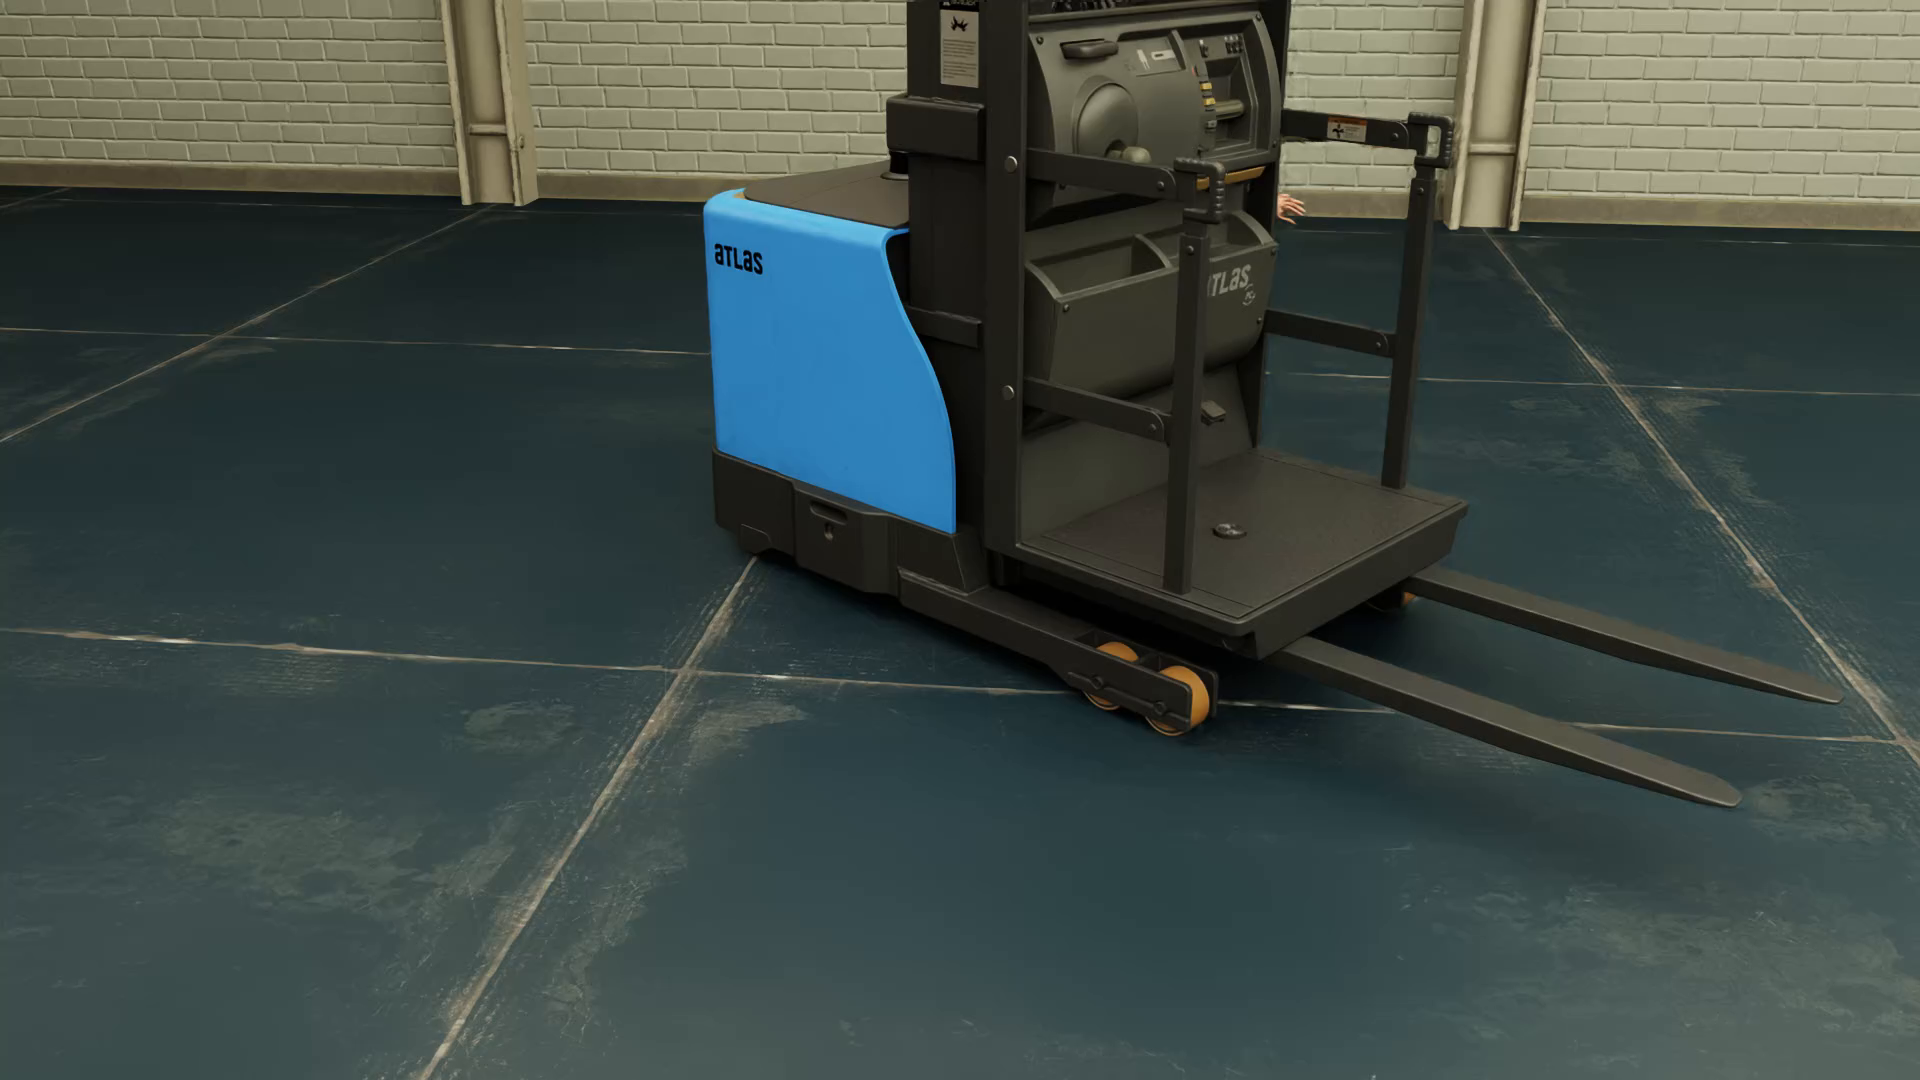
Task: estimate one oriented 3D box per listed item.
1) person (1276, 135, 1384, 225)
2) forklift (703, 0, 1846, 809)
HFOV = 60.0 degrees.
[{"bbox_3d":[0.861,-0.873,5.444,1.413,1.269,0.734,-18,28,-37],"label":"person"},{"bbox_3d":[0.659,-1.107,4.003,3.031,2.935,1.130,20,29,40],"label":"forklift"}]
